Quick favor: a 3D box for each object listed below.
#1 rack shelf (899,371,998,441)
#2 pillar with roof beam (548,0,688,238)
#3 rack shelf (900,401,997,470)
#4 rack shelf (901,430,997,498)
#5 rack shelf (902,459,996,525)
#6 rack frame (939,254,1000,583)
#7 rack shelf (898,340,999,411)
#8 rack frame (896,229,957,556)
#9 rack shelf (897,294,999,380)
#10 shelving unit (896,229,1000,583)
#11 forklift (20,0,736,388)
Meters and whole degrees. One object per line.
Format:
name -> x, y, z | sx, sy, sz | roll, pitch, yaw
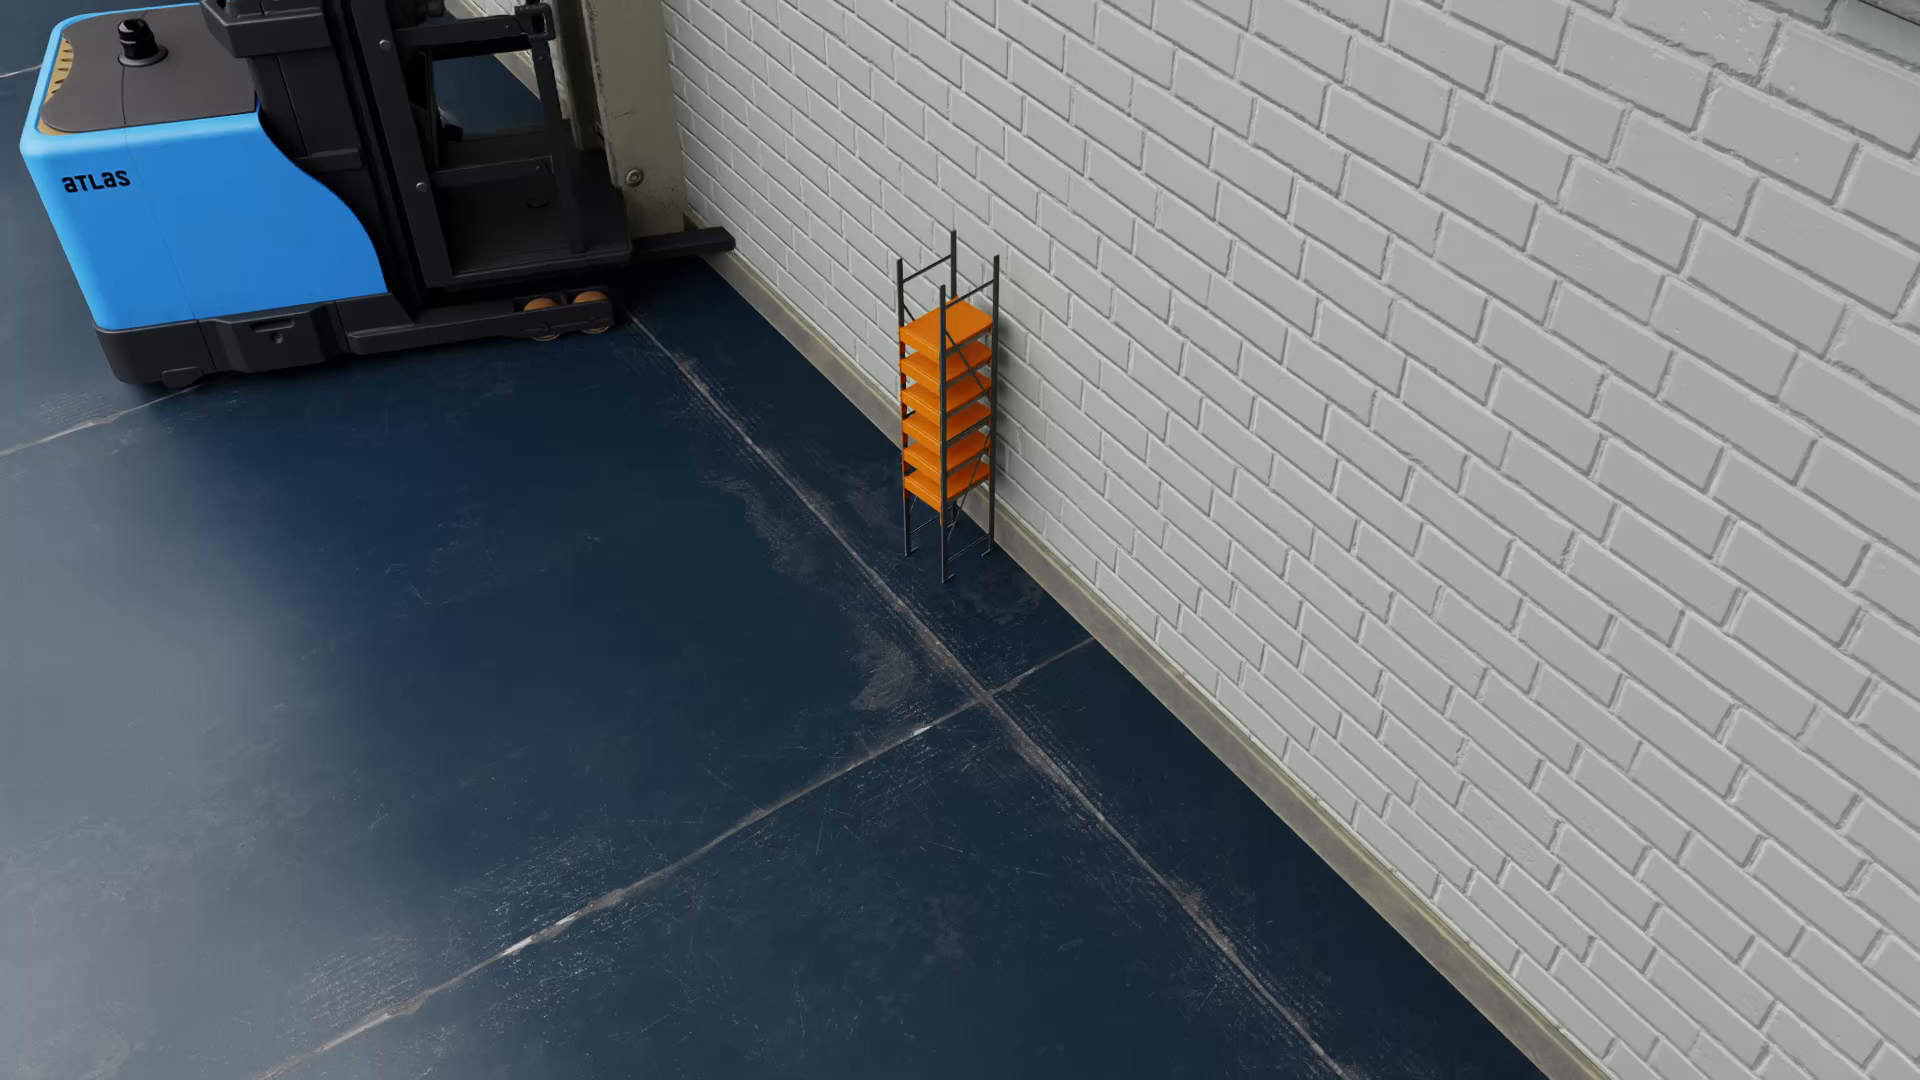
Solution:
rack shelf -> -0.035, -0.448, 5.240 | 0.258, 0.103, 0.180 | -34, 53, -30
pillar with roof beam -> -4.904, -2.889, 2.259 | 9.100, 9.000, 0.400 | -26, 49, -24
rack shelf -> -0.035, -0.361, 5.323 | 0.258, 0.103, 0.180 | -34, 53, -30
rack shelf -> -0.035, -0.274, 5.405 | 0.258, 0.103, 0.180 | -34, 53, -30
rack shelf -> -0.035, -0.187, 5.488 | 0.258, 0.103, 0.180 | -34, 53, -30
rack frame -> 0.028, -0.348, 5.244 | 0.240, 1.200, 0.006 | -34, 53, -30
rack shelf -> -0.035, -0.535, 5.157 | 0.258, 0.103, 0.180 | -34, 53, -30
rack frame -> -0.099, -0.438, 5.340 | 0.240, 1.200, 0.006 | -34, 53, -30
rack shelf -> -0.035, -0.622, 5.075 | 0.258, 0.103, 0.180 | -34, 53, -30
shelving unit -> -0.035, -0.393, 5.292 | 0.258, 1.200, 0.189 | -34, 53, -30
forklift -> -1.849, -2.190, 5.921 | 3.031, 2.935, 1.130 | -10, 45, -10
